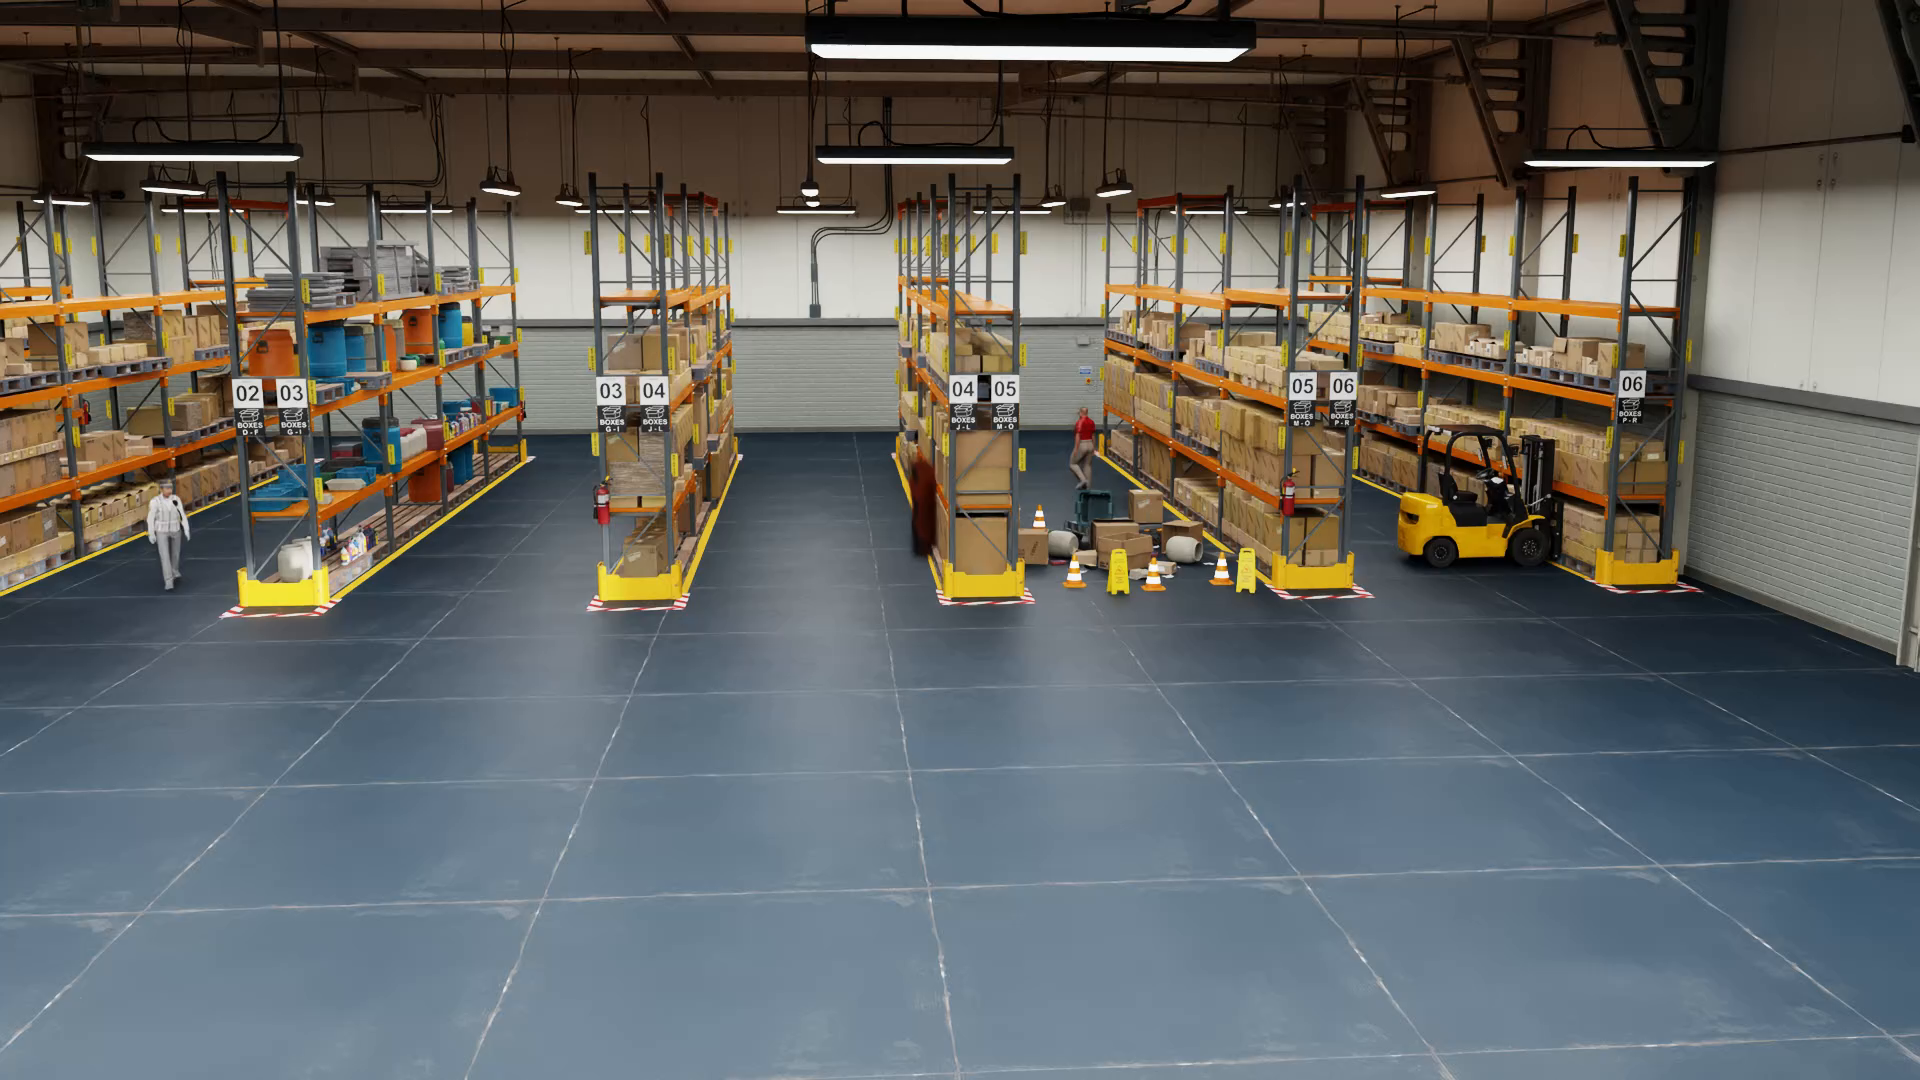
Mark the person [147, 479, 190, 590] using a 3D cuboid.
[{"bbox_3d":[-11.745,-0.129,24.672,0.553,1.600,1.081,-6,12,-30],"label":"person"}]

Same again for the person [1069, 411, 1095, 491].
[{"bbox_3d":[2.575,-1.843,34.438,0.574,1.630,0.481,-8,13,-40],"label":"person"}]
